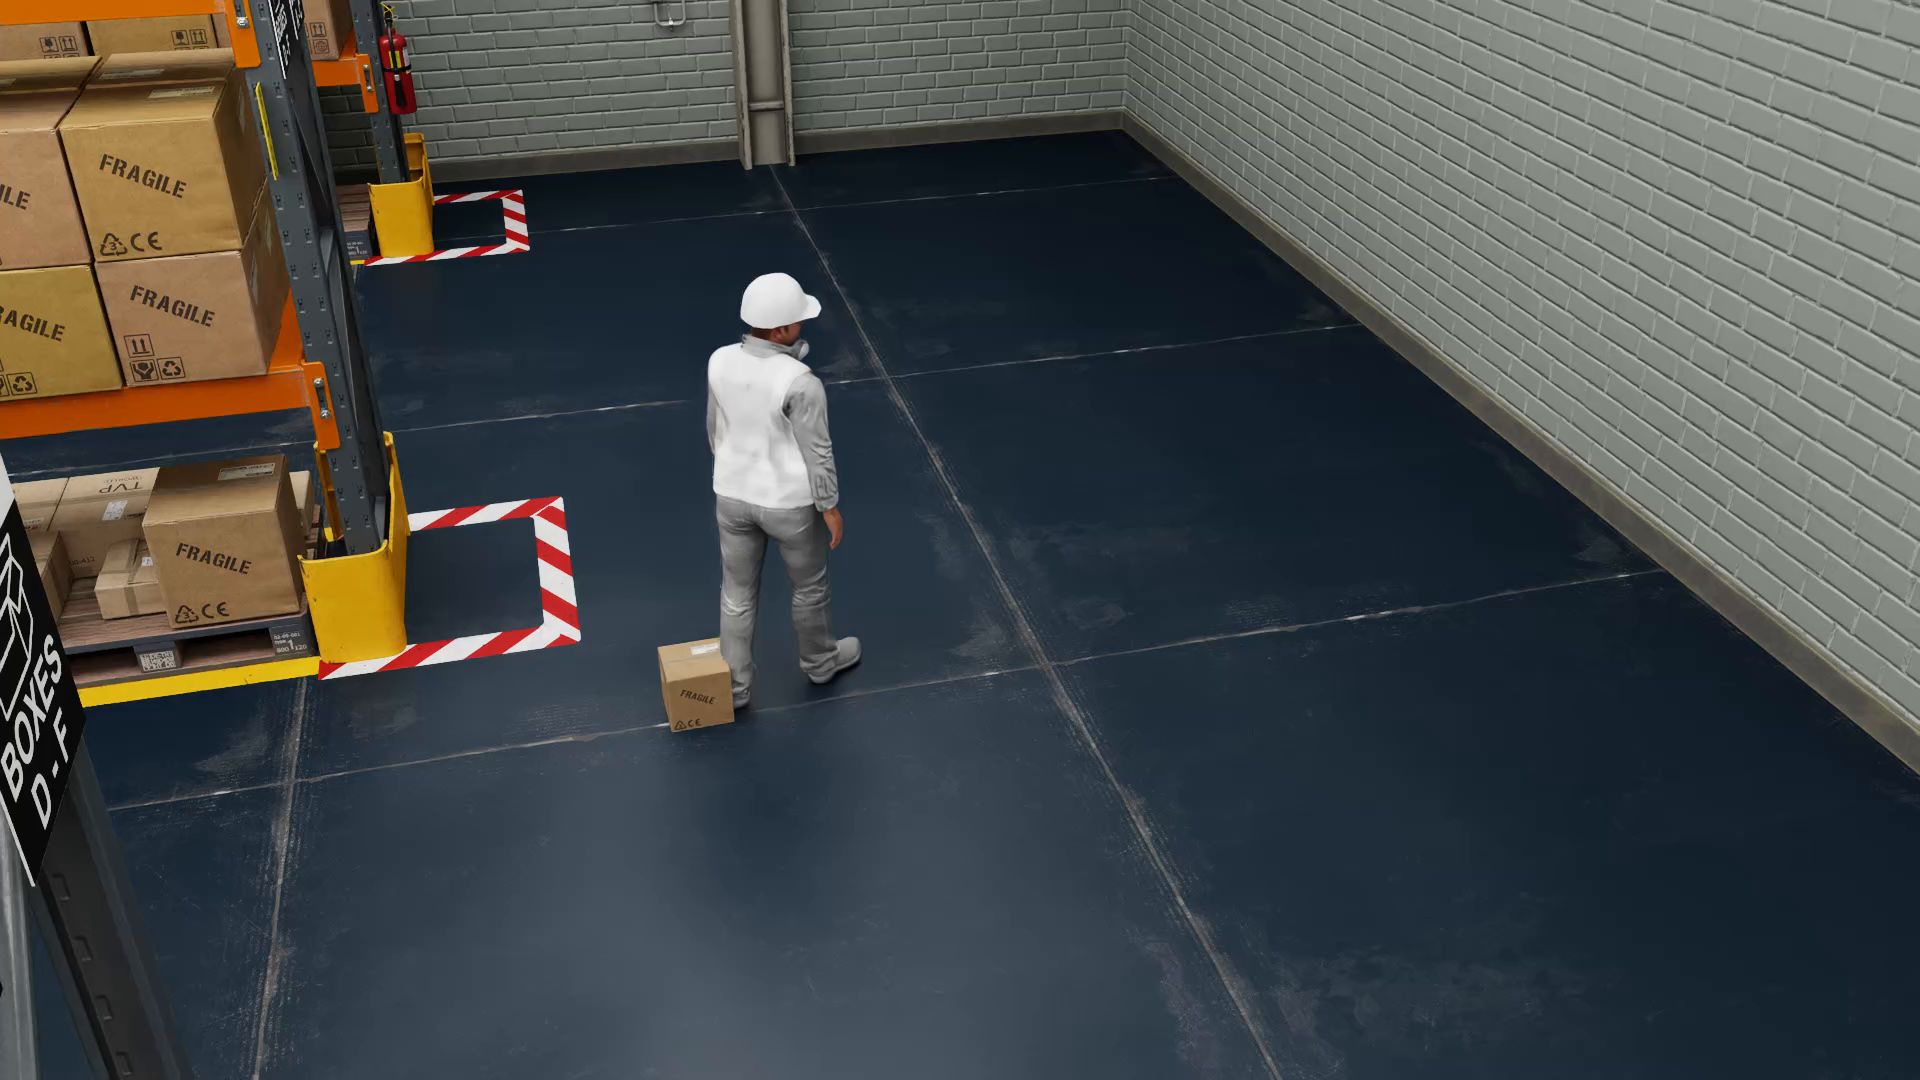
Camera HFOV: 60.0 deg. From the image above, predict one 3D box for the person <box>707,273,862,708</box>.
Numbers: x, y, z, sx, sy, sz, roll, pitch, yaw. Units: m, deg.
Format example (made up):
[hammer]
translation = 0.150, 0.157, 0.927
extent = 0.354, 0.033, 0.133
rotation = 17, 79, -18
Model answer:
[person]
translation = -0.701, -0.190, 6.412
extent = 0.578, 1.772, 0.617
rotation = 12, 32, 20
